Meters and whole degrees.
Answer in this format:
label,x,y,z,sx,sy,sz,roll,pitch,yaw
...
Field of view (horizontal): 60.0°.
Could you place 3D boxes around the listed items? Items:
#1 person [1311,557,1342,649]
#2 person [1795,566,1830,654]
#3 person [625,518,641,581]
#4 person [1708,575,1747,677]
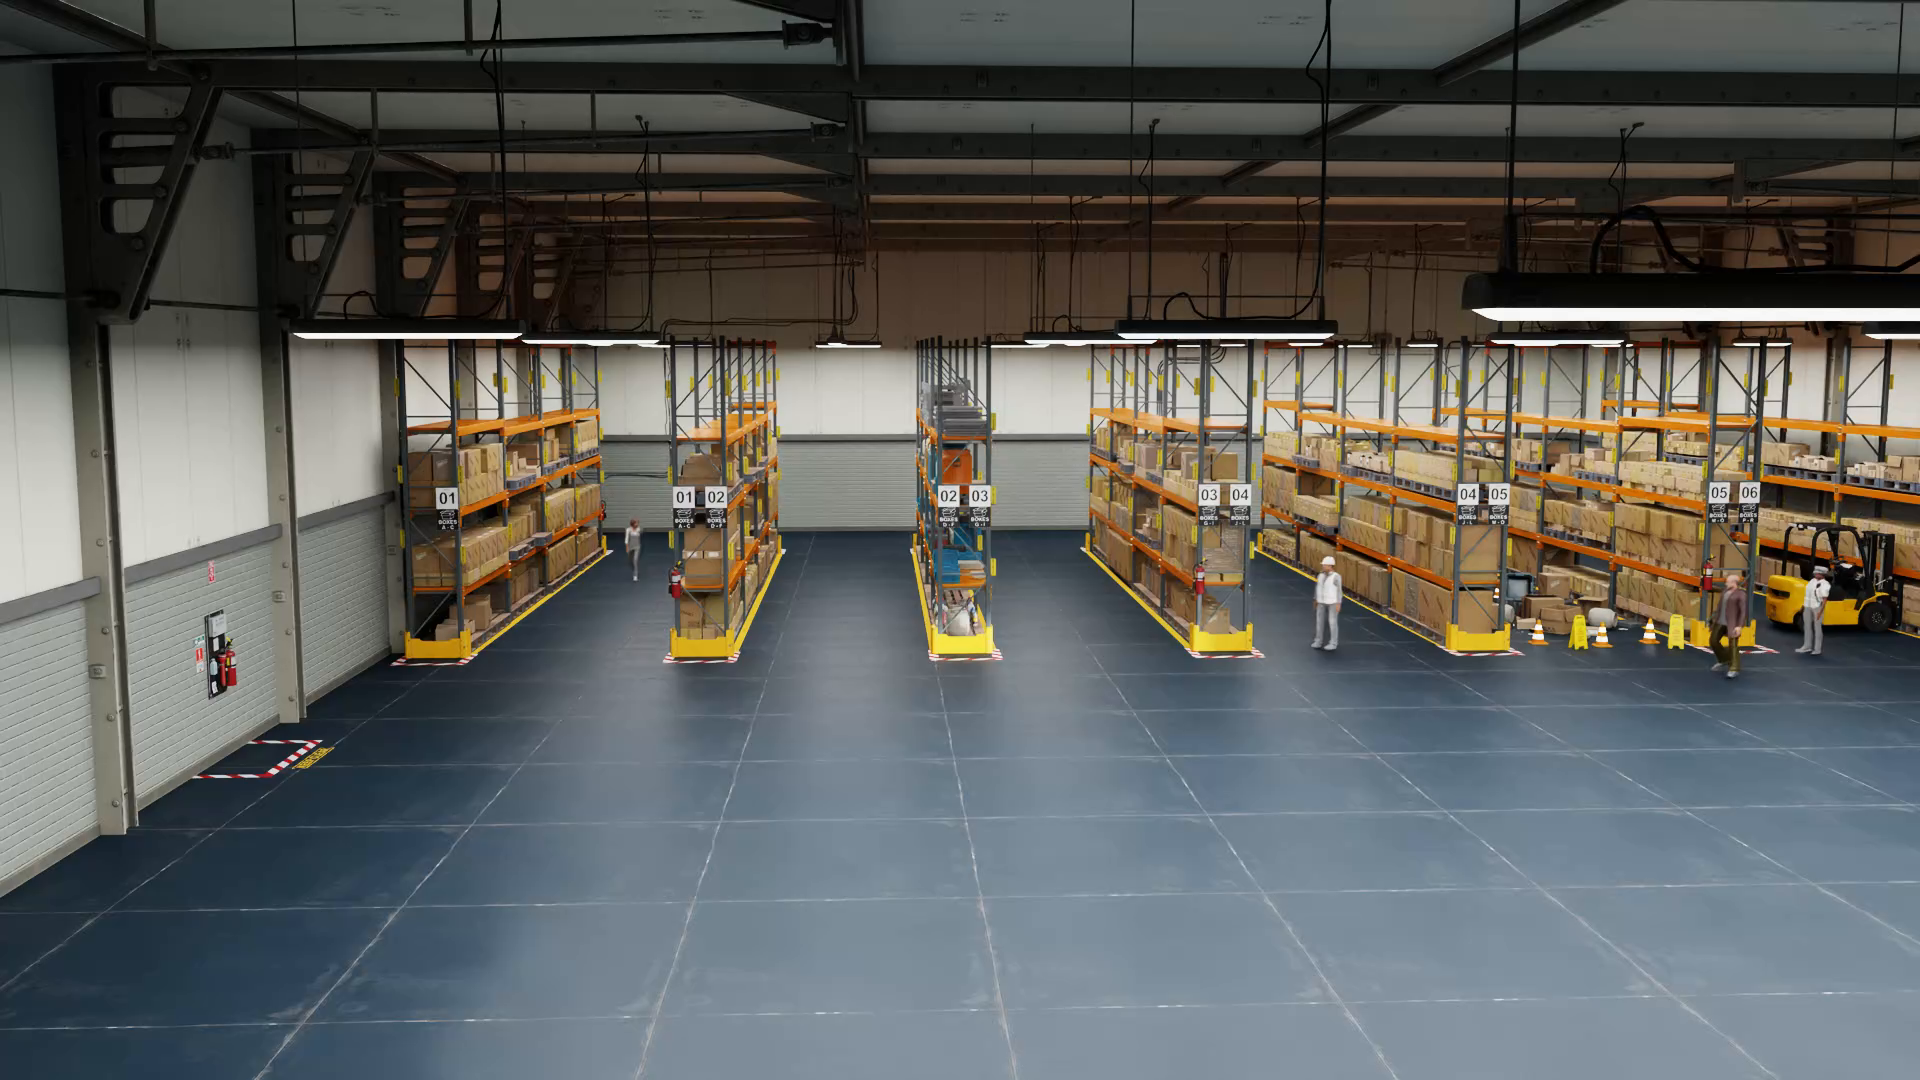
label,x,y,z,sx,sy,sz,roll,pitch,yaw
person,7.036,1.202,31.967,0.586,1.776,0.441,6,9,43
person,16.171,1.323,31.528,0.376,1.679,0.551,-3,7,-27
person,-8.166,0.217,41.666,0.383,1.551,0.865,0,6,1
person,13.597,1.493,29.412,0.548,1.782,0.664,-4,8,-30
